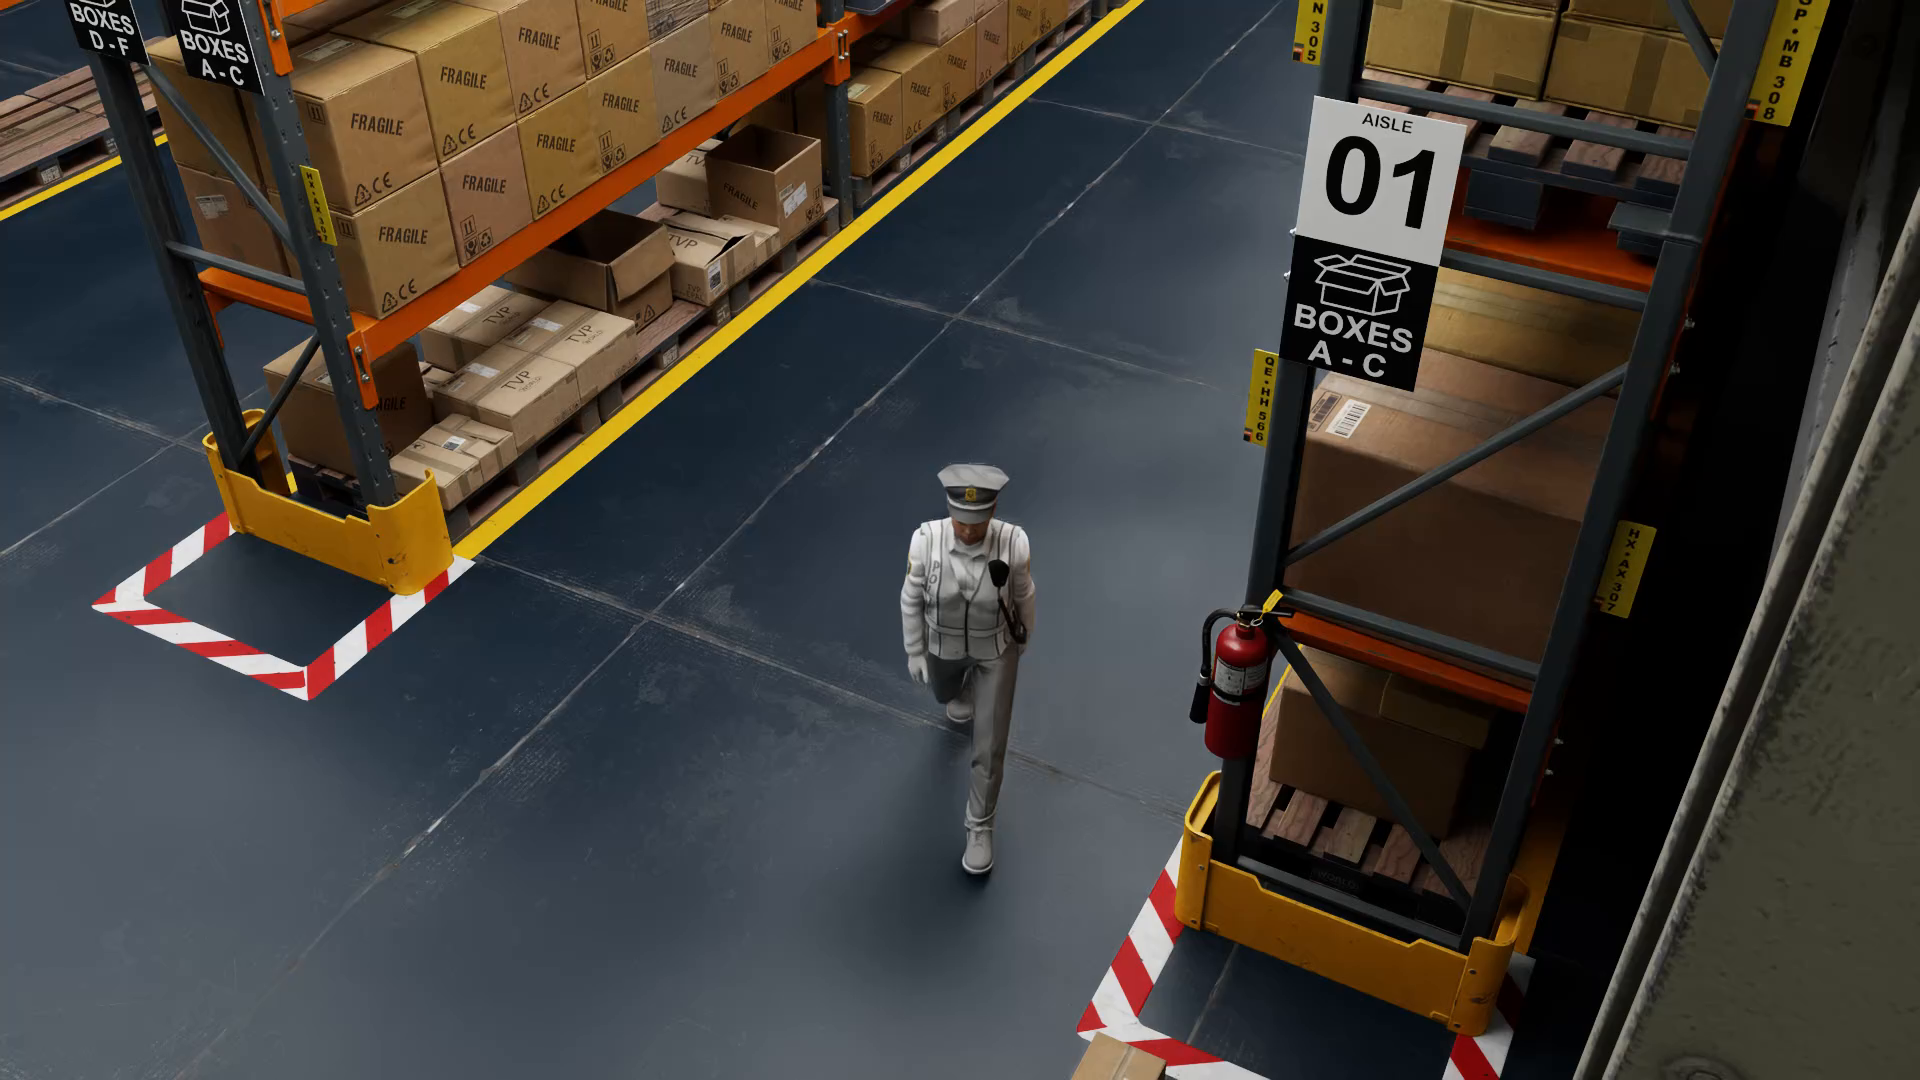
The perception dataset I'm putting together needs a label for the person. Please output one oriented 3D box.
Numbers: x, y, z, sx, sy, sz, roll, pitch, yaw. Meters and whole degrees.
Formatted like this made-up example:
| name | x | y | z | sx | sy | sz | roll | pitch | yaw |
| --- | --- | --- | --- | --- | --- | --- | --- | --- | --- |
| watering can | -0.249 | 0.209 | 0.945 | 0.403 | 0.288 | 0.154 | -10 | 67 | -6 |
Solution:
| name | x | y | z | sx | sy | sz | roll | pitch | yaw |
| --- | --- | --- | --- | --- | --- | --- | --- | --- | --- |
| person | 0.031 | 0.341 | 6.210 | 0.487 | 1.613 | 1.022 | 4 | 38 | 6 |
